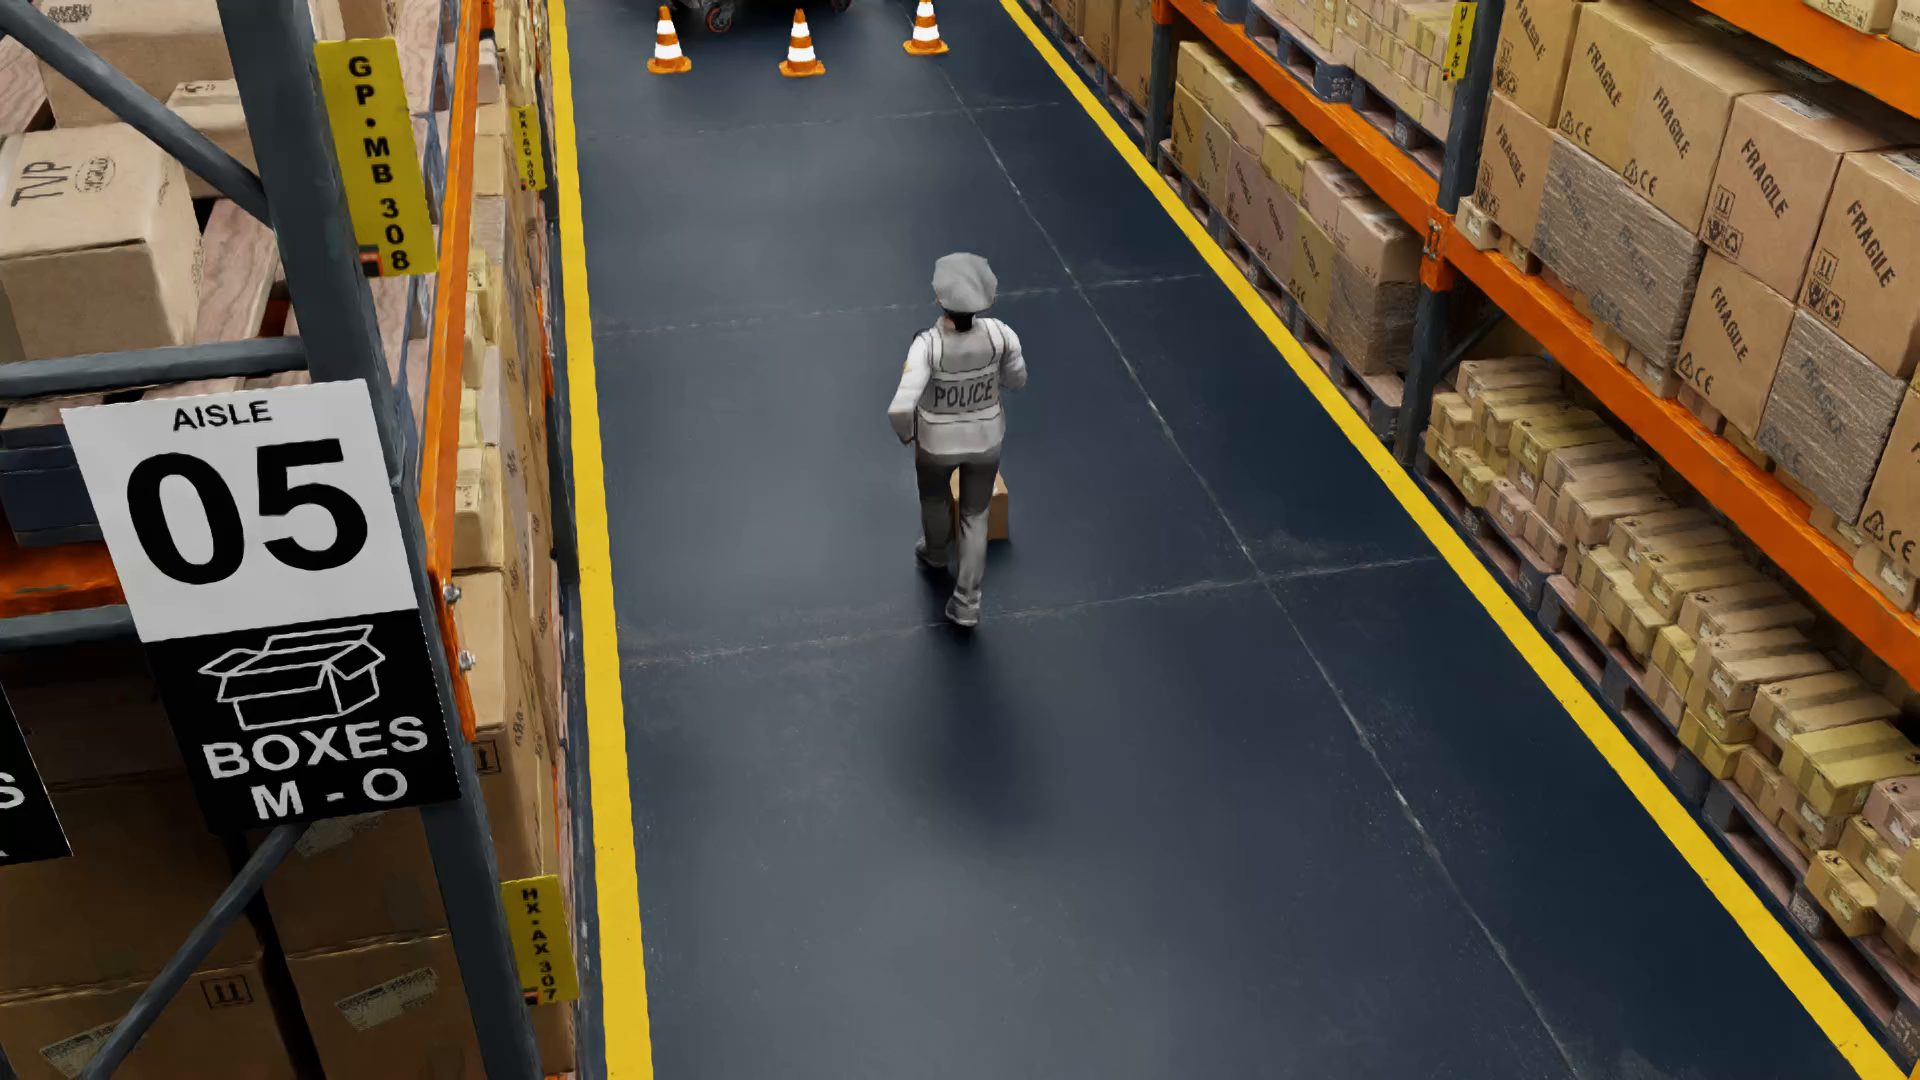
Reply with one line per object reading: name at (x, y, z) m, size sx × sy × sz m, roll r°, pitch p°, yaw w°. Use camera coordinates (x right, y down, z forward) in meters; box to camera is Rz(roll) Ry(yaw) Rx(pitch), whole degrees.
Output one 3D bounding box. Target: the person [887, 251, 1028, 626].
person at (-0.024, -0.459, 6.789) m, size 0.574 × 1.686 × 0.800 m, roll -3°, pitch 35°, yaw -4°
